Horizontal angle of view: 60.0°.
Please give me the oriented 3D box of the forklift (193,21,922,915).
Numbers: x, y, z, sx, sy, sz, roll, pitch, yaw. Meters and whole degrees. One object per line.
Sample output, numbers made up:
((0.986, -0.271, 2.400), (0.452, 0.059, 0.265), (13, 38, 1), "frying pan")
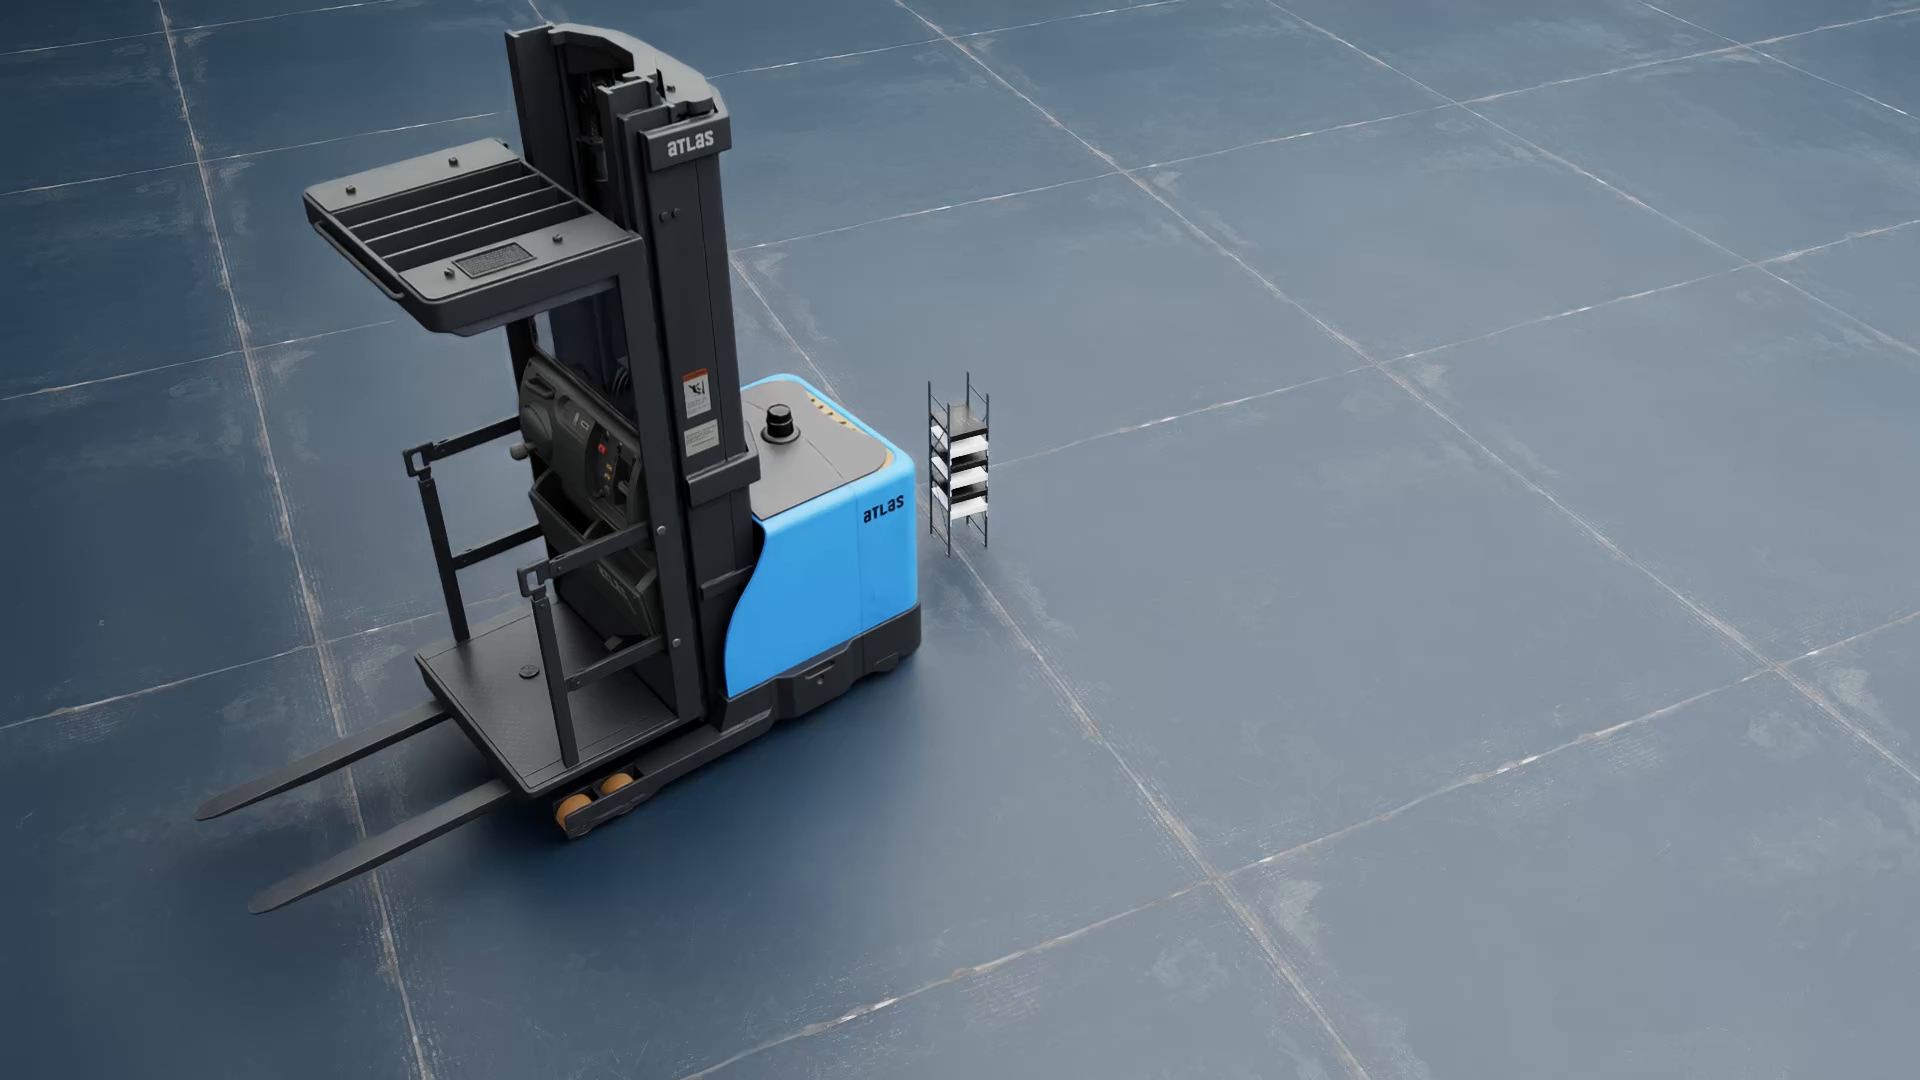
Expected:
((-1.644, -0.331, 6.379), (3.031, 2.935, 1.130), (-25, 44, -30), "forklift")

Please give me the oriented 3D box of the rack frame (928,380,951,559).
((-0.099, -0.334, 8.088), (0.006, 0.900, 0.240), (-16, 39, -20), "rack frame")

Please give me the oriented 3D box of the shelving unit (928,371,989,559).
((-0.007, -0.359, 8.122), (0.210, 0.900, 0.258), (-16, 39, -20), "shelving unit")

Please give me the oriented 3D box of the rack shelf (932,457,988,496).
((-0.007, -0.333, 8.142), (0.200, 0.077, 0.258), (-16, 39, -20), "rack shelf")

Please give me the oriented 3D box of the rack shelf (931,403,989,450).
((-0.007, -0.549, 7.981), (0.200, 0.077, 0.258), (-16, 39, -20), "rack shelf")

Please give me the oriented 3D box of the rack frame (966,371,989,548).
((0.085, -0.385, 8.157), (0.006, 0.900, 0.240), (-16, 39, -20), "rack frame")

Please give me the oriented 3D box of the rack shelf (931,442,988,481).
((-0.007, -0.405, 8.088), (0.200, 0.077, 0.258), (-16, 39, -20), "rack shelf")

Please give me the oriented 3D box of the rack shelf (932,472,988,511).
((-0.007, -0.260, 8.196), (0.200, 0.077, 0.258), (-16, 39, -20), "rack shelf")

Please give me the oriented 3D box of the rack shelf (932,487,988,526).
((-0.007, -0.188, 8.249), (0.200, 0.077, 0.258), (-16, 39, -20), "rack shelf")

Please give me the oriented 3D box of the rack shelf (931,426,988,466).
((-0.007, -0.477, 8.035), (0.200, 0.077, 0.258), (-16, 39, -20), "rack shelf")
